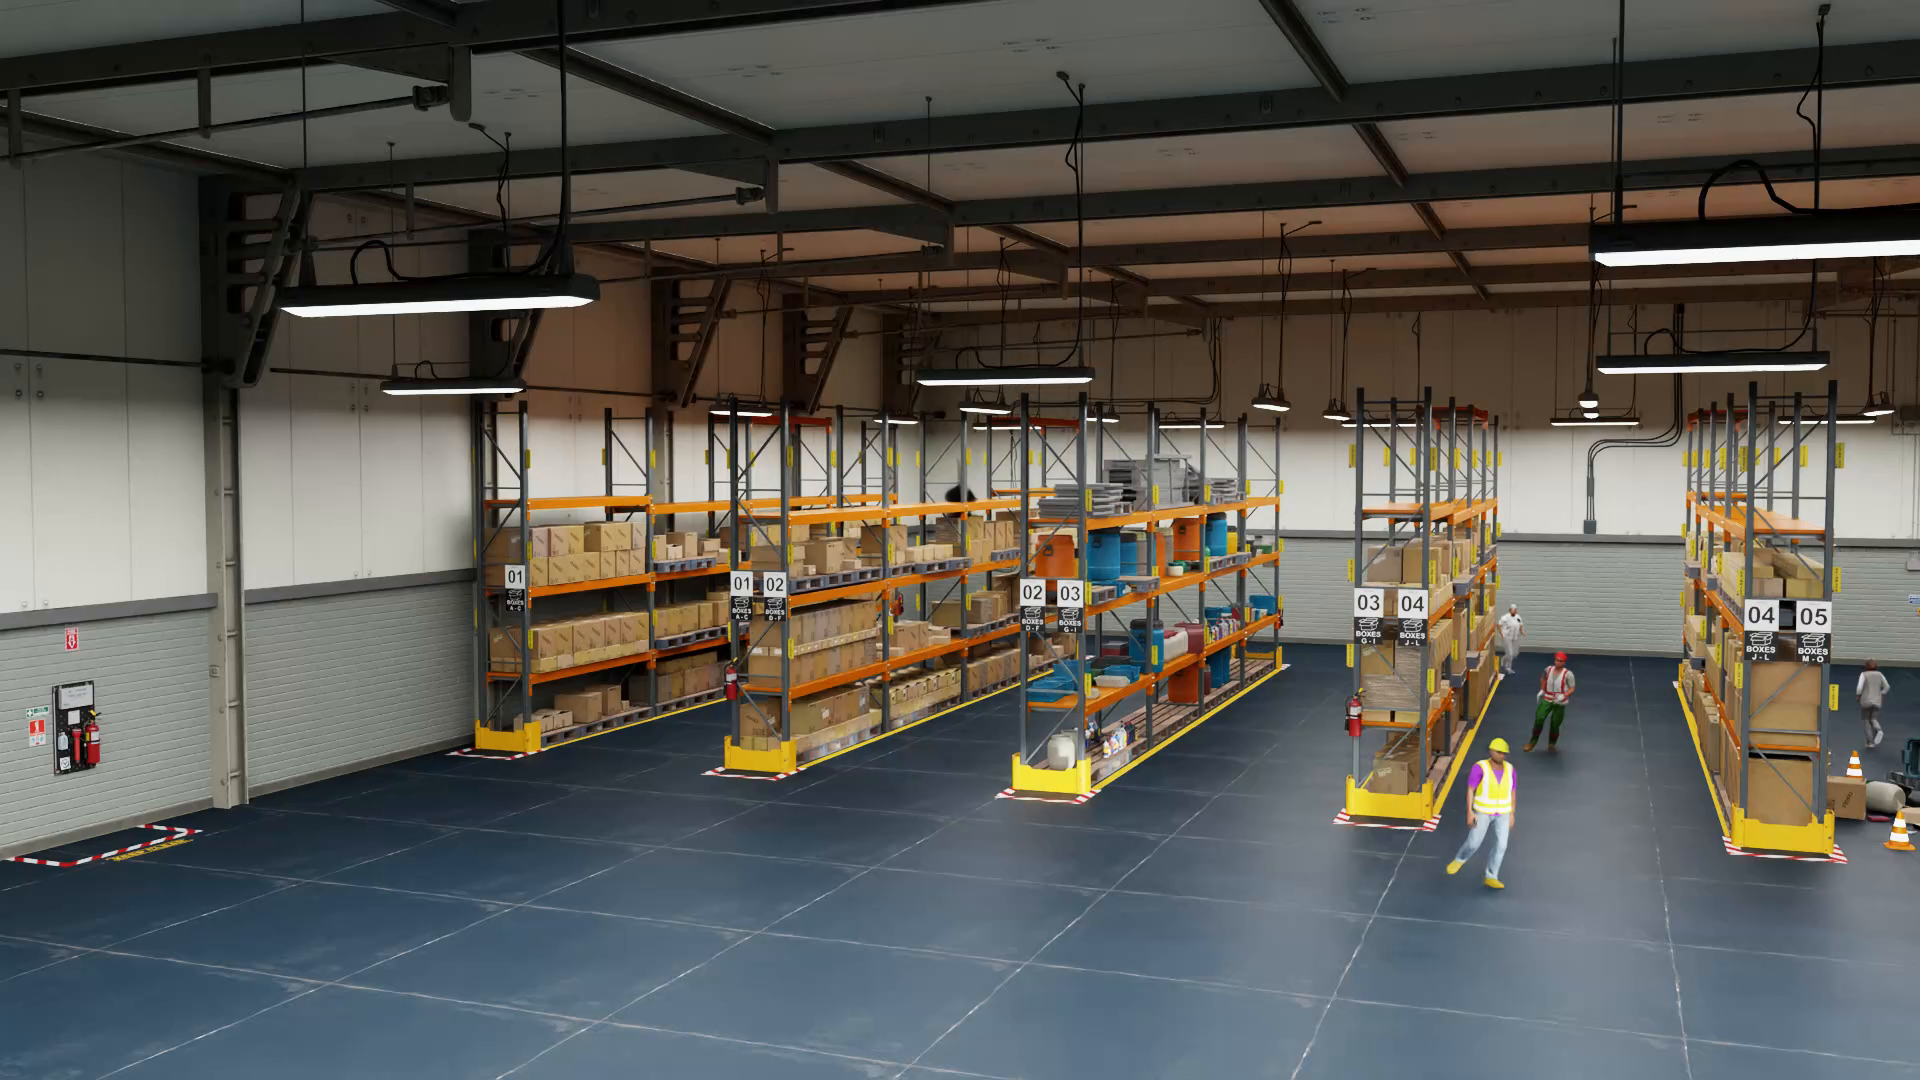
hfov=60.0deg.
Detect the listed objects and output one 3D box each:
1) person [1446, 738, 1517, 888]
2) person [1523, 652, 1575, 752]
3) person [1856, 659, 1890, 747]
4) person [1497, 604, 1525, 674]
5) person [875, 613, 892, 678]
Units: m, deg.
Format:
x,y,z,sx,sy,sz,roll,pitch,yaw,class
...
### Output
x,y,z,sx,sy,sz,roll,pitch,yaw,class
6.131,3.171,19.489,0.736,1.742,0.614,0,3,-2,person
10.013,2.737,28.183,0.804,1.723,0.757,2,3,32,person
15.856,2.840,28.859,0.539,1.534,0.575,1,3,10,person
12.891,2.309,38.939,0.598,1.615,0.763,-1,3,-16,person
-1.650,2.380,35.690,0.651,1.729,0.646,1,3,17,person
